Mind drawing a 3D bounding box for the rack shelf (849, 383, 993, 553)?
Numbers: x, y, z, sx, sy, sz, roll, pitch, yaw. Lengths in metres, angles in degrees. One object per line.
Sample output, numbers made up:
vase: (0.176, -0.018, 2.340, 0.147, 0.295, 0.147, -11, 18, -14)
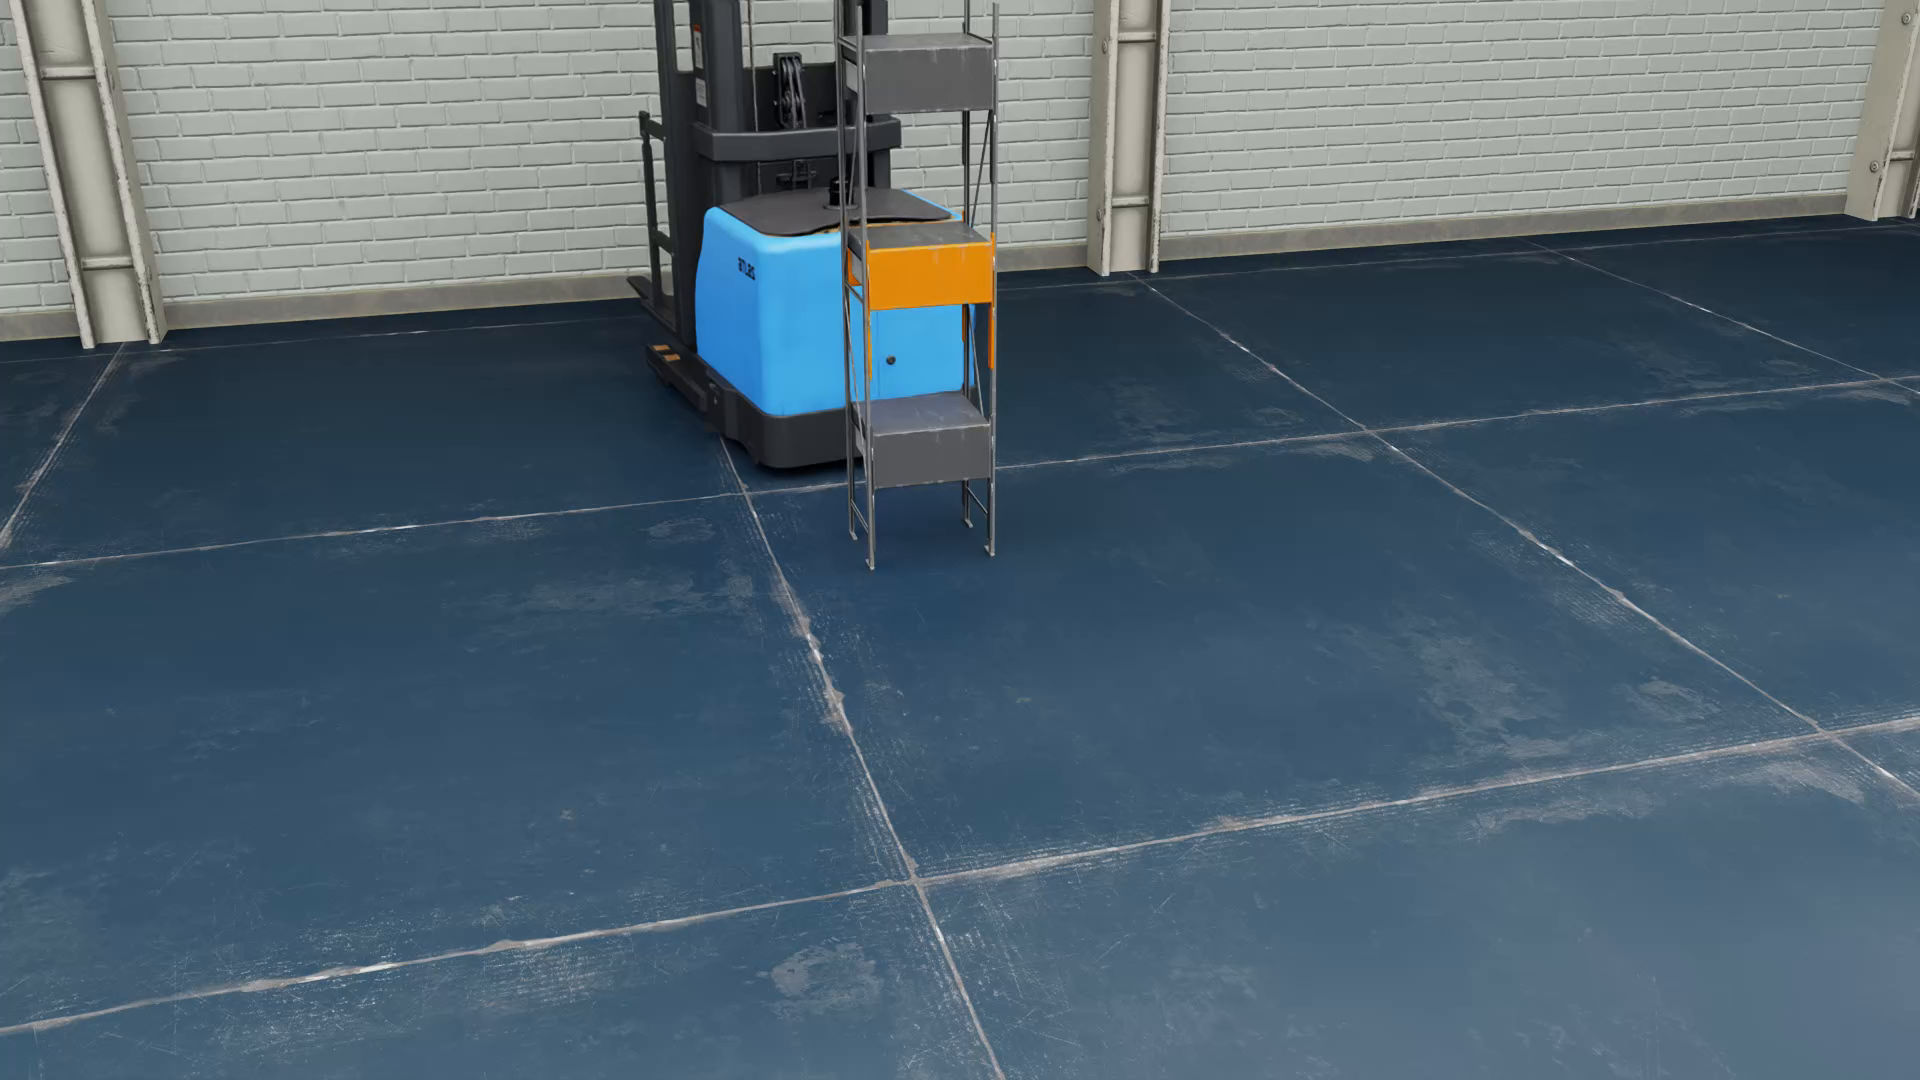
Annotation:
rack shelf: (-0.159, -0.291, 6.576, 0.480, 0.518, 0.431, -6, 24, -14)

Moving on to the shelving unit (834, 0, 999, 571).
shelving unit: (-0.159, -0.947, 6.295, 0.503, 2.100, 0.431, -6, 24, -14)

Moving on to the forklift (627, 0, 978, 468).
forklift: (-1.005, -2.209, 8.181, 1.130, 2.935, 3.031, -11, 25, -23)

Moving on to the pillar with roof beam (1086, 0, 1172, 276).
pillar with roof beam: (2.223, -4.281, 5.316, 0.400, 9.000, 9.100, -6, 24, -14)

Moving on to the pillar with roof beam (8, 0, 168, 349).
pillar with roof beam: (-3.554, -3.642, 3.826, 0.400, 9.000, 9.100, -6, 24, -14)

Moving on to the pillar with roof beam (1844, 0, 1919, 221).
pillar with roof beam: (8.000, -4.920, 6.805, 0.400, 9.000, 9.100, -6, 24, -14)

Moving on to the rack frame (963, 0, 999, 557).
rack frame: (0.076, -0.973, 6.355, 0.015, 2.100, 0.400, -6, 24, -14)

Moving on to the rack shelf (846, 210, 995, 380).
rack shelf: (-0.159, -0.935, 6.300, 0.480, 0.518, 0.431, -6, 24, -14)

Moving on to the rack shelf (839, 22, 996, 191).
rack shelf: (-0.159, -1.578, 6.024, 0.480, 0.518, 0.431, -6, 24, -14)

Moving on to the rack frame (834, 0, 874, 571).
rack frame: (-0.394, -0.921, 6.234, 0.015, 2.100, 0.400, -6, 24, -14)
